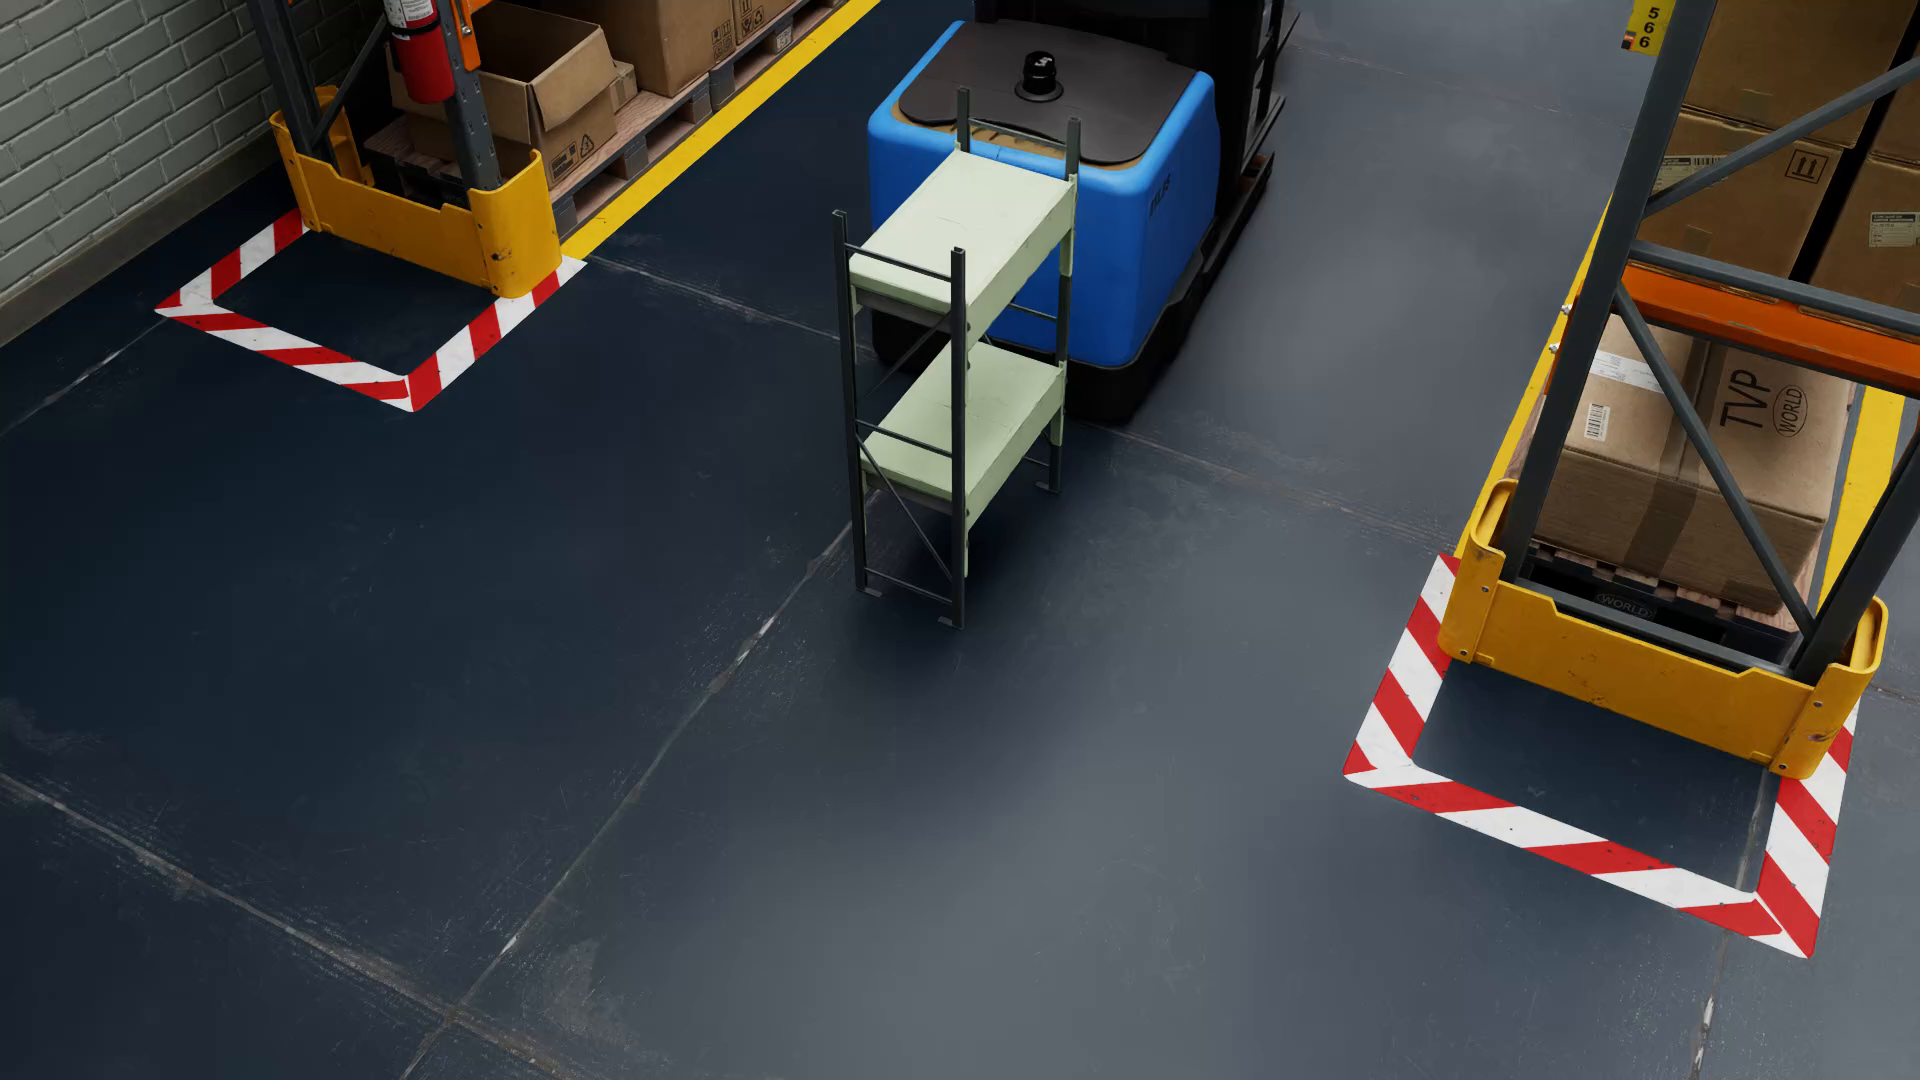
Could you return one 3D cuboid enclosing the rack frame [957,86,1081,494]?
[{"bbox_3d":[0.173,-0.762,5.449,0.400,1.500,0.023,20,49,19],"label":"rack frame"}]

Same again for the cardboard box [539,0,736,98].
[{"bbox_3d":[-1.458,-2.413,7.488,0.700,0.500,0.500,22,49,21],"label":"cardboard box"}]

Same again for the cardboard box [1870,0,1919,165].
[{"bbox_3d":[2.616,-1.223,4.076,0.500,0.500,0.500,19,48,18],"label":"cardboard box"}]

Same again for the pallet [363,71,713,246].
[{"bbox_3d":[-1.853,-1.834,7.415,1.003,0.211,1.213,20,49,19],"label":"pallet"}]

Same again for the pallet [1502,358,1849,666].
[{"bbox_3d":[2.443,-0.177,5.777,1.003,0.211,1.213,20,49,19],"label":"pallet"}]

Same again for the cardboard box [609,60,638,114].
[{"bbox_3d":[-1.658,-2.019,7.345,0.380,0.149,0.250,19,48,18],"label":"cardboard box"}]

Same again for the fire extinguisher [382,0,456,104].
[{"bbox_3d":[-1.916,-1.861,5.797,0.296,0.674,0.183,20,49,19],"label":"fire extinguisher"}]

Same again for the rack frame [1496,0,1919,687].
[{"bbox_3d":[2.141,-0.628,4.261,1.000,3.000,0.127,20,49,19],"label":"rack frame"}]

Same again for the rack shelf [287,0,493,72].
[{"bbox_3d":[-1.329,-3.271,7.380,1.077,0.370,4.000,20,49,19],"label":"rack shelf"}]

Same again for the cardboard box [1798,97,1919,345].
[{"bbox_3d":[2.618,-0.871,4.431,0.500,0.500,0.500,20,49,19],"label":"cardboard box"}]

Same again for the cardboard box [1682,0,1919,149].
[{"bbox_3d":[2.154,-1.397,4.248,0.500,0.500,0.500,22,49,20],"label":"cardboard box"}]

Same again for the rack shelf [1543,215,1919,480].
[{"bbox_3d":[3.069,-1.635,5.763,1.077,0.370,4.000,20,49,19],"label":"rack shelf"}]

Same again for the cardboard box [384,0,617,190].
[{"bbox_3d":[-1.889,-1.888,6.967,0.797,0.503,0.637,19,48,18],"label":"cardboard box"}]

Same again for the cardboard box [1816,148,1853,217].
[{"bbox_3d":[2.828,-1.198,4.755,0.500,0.500,0.500,20,49,19],"label":"cardboard box"}]

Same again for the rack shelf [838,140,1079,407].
[{"bbox_3d":[0.003,-0.806,4.943,0.431,0.370,0.720,20,49,19],"label":"rack shelf"}]

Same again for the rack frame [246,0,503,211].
[{"bbox_3d":[-2.257,-2.264,5.879,1.000,3.000,0.127,20,49,19],"label":"rack frame"}]

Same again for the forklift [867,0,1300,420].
[{"bbox_3d":[0.715,-2.530,6.190,1.130,2.935,3.031,17,48,16],"label":"forklift"}]

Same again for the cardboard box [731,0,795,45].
[{"bbox_3d":[-1.124,-2.713,7.784,0.500,0.500,0.500,21,49,20],"label":"cardboard box"}]

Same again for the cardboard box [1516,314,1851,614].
[{"bbox_3d":[2.359,-0.324,5.467,0.875,0.438,0.875,19,48,18],"label":"cardboard box"}]

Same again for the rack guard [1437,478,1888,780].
[{"bbox_3d":[2.130,0.266,5.136,1.175,0.500,0.348,20,49,19],"label":"rack guard"}]

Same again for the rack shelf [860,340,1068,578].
[{"bbox_3d":[0.003,-0.302,5.453,0.431,0.370,0.720,20,49,19],"label":"rack shelf"}]

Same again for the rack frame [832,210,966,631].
[{"bbox_3d":[-0.167,-0.301,4.993,0.400,1.500,0.023,20,49,19],"label":"rack frame"}]

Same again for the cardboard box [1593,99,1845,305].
[{"bbox_3d":[2.130,-1.054,4.613,0.500,0.500,0.500,21,49,19],"label":"cardboard box"}]

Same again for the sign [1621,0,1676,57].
[{"bbox_3d":[1.667,-1.306,3.951,0.100,0.325,0.005,20,49,19],"label":"sign"}]

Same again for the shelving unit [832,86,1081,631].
[{"bbox_3d":[0.003,-0.531,5.221,0.431,1.500,0.755,20,49,19],"label":"shelving unit"}]

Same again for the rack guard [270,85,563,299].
[{"bbox_3d":[-2.222,-1.433,6.815,1.175,0.500,0.348,20,49,19],"label":"rack guard"}]

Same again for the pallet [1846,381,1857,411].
[{"bbox_3d":[3.010,-0.943,6.533,1.003,0.211,1.213,20,49,19],"label":"pallet"}]

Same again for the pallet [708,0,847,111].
[{"bbox_3d":[-1.285,-2.600,8.171,1.003,0.211,1.213,20,49,19],"label":"pallet"}]
